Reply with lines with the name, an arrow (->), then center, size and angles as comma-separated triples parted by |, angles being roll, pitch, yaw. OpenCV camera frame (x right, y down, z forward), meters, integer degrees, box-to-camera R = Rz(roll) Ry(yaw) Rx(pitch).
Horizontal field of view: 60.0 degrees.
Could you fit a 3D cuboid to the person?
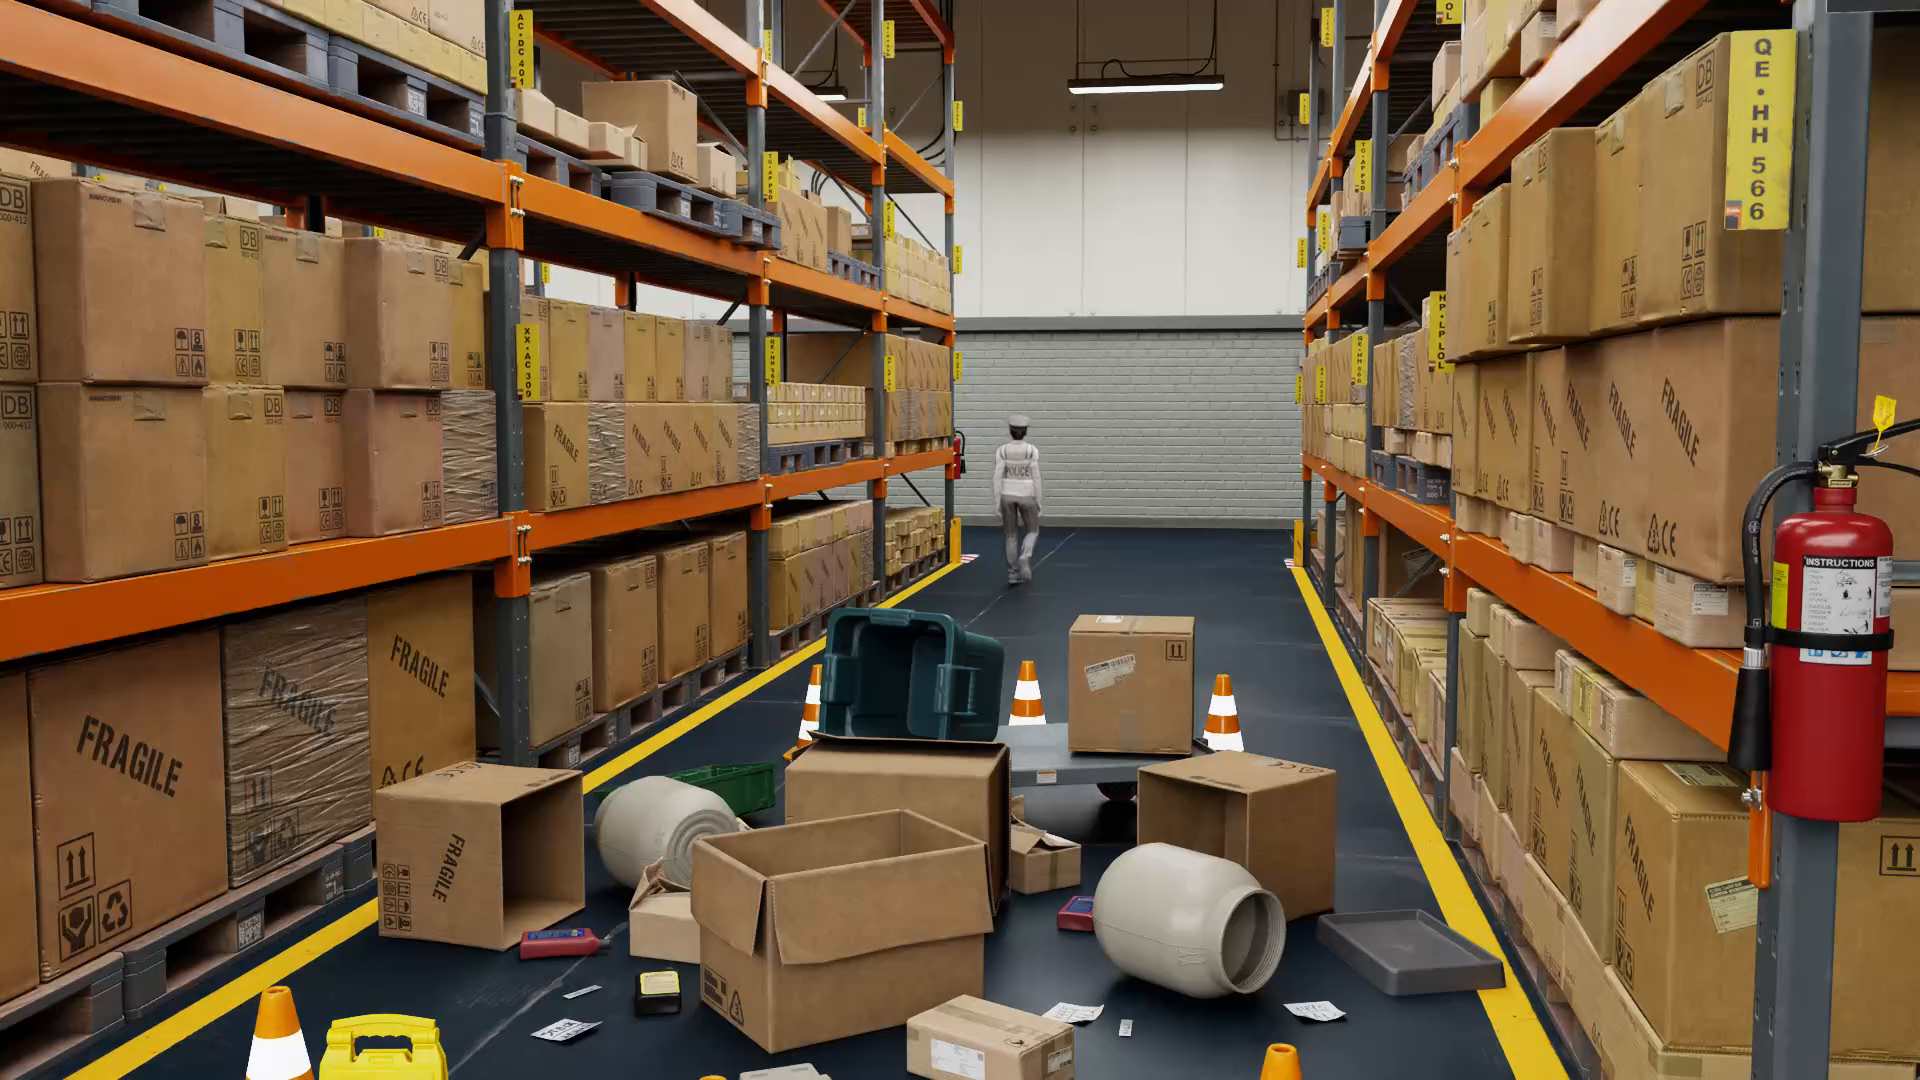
person -> 1.446, -1.330, 13.598 | 5.278, 2.350, 21.920 | 1, 5, 9
